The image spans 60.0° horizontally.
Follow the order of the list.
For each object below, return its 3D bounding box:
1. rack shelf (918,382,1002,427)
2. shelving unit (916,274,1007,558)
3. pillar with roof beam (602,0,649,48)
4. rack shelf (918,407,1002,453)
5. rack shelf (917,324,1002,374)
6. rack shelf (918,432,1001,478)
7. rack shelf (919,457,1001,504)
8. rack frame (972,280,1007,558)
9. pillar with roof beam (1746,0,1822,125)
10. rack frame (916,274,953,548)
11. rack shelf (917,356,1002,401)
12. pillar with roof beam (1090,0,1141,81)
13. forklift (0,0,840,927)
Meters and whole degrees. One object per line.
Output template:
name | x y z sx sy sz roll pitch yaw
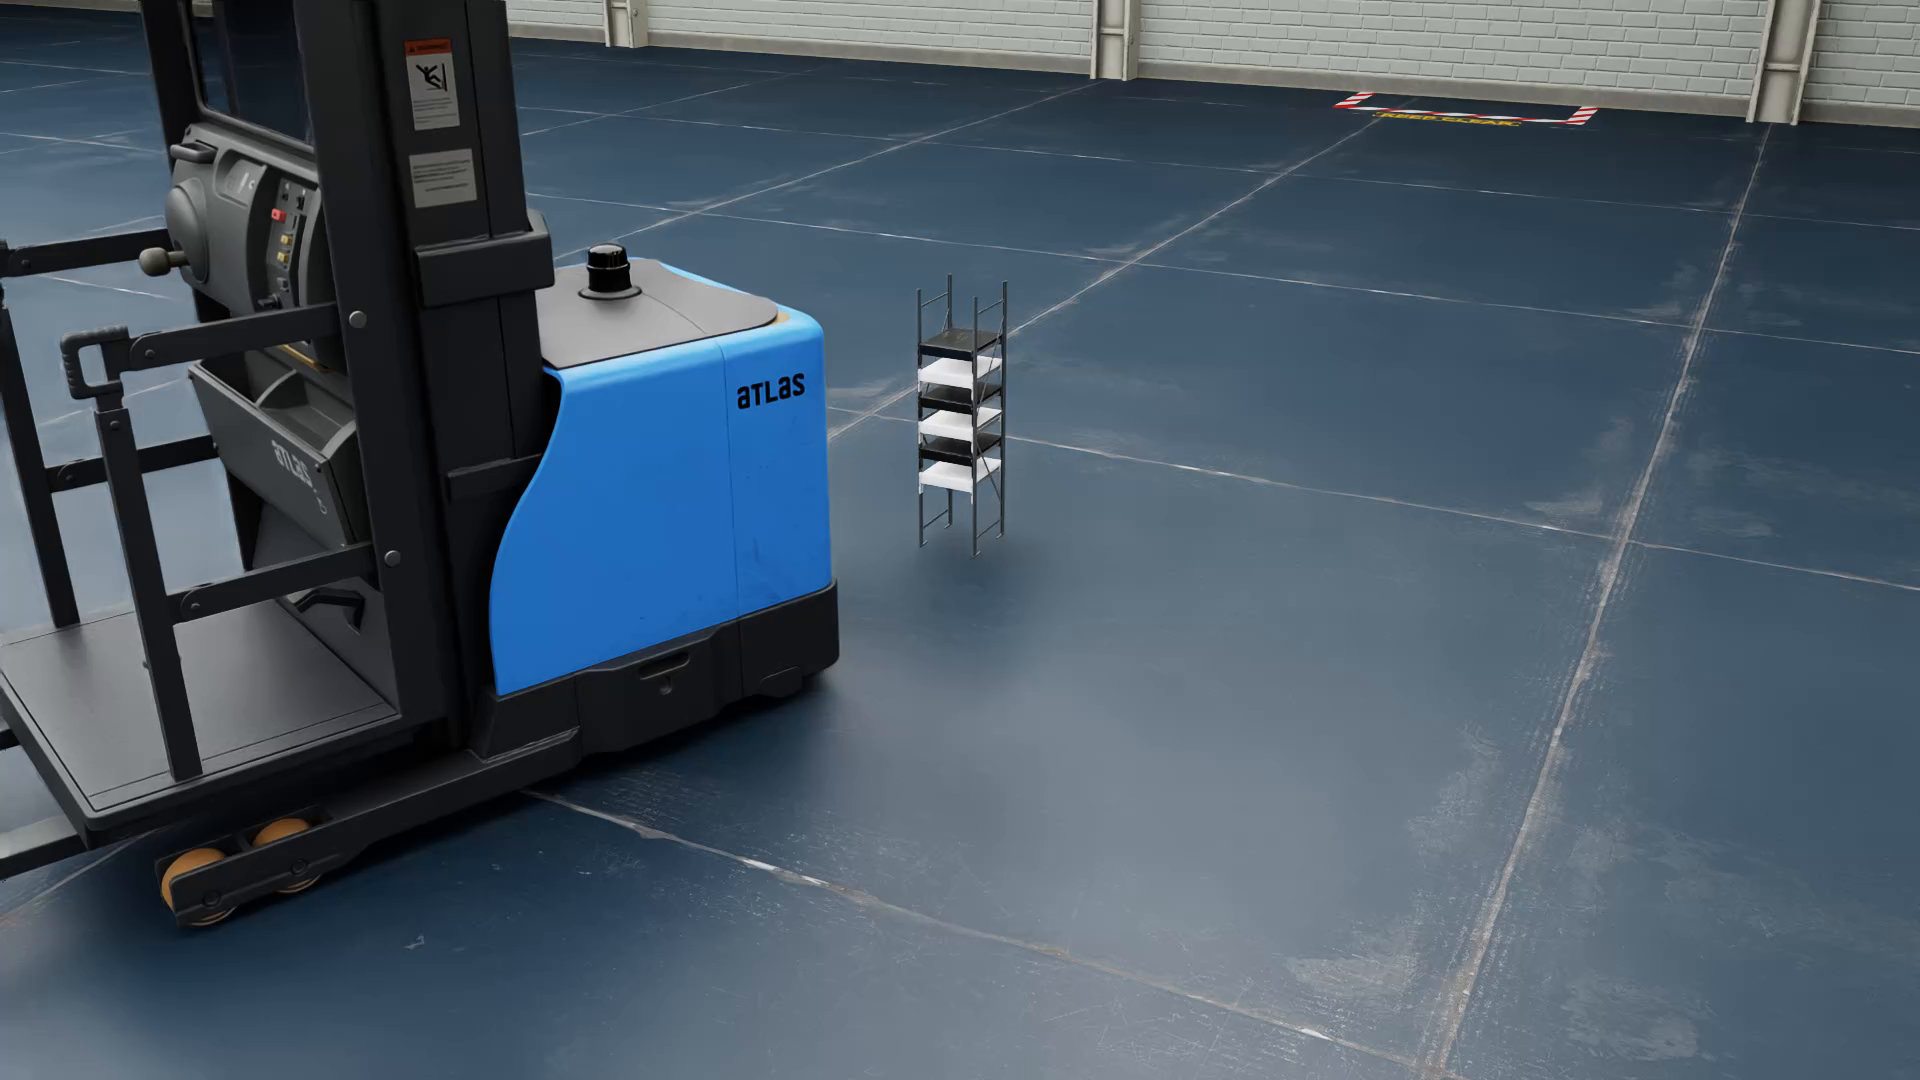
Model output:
rack shelf | 0.007 -0.465 5.548 0.200 0.077 0.258 11 25 25
shelving unit | 0.007 -0.413 5.571 0.210 0.900 0.258 11 25 25
pillar with roof beam | -5.757 -8.312 13.797 0.400 9.000 9.100 11 25 25
rack shelf | 0.007 -0.382 5.584 0.200 0.077 0.258 11 25 25
rack shelf | 0.007 -0.630 5.478 0.200 0.077 0.258 11 25 25
rack shelf | 0.007 -0.299 5.619 0.200 0.077 0.258 11 25 25
rack shelf | 0.007 -0.216 5.654 0.200 0.077 0.258 11 25 25
rack frame | 0.098 -0.395 5.528 0.006 0.900 0.240 11 25 25
pillar with roof beam | 4.952 -6.193 8.814 0.400 9.000 9.100 11 25 25
rack frame | -0.083 -0.431 5.613 0.006 0.900 0.240 11 25 25
rack shelf | 0.007 -0.548 5.513 0.200 0.077 0.258 11 25 25
pillar with roof beam | -0.403 -7.253 11.306 0.400 9.000 9.100 11 25 25
forklift | -1.800 -0.719 3.696 3.031 2.935 1.130 -18 29 -36
